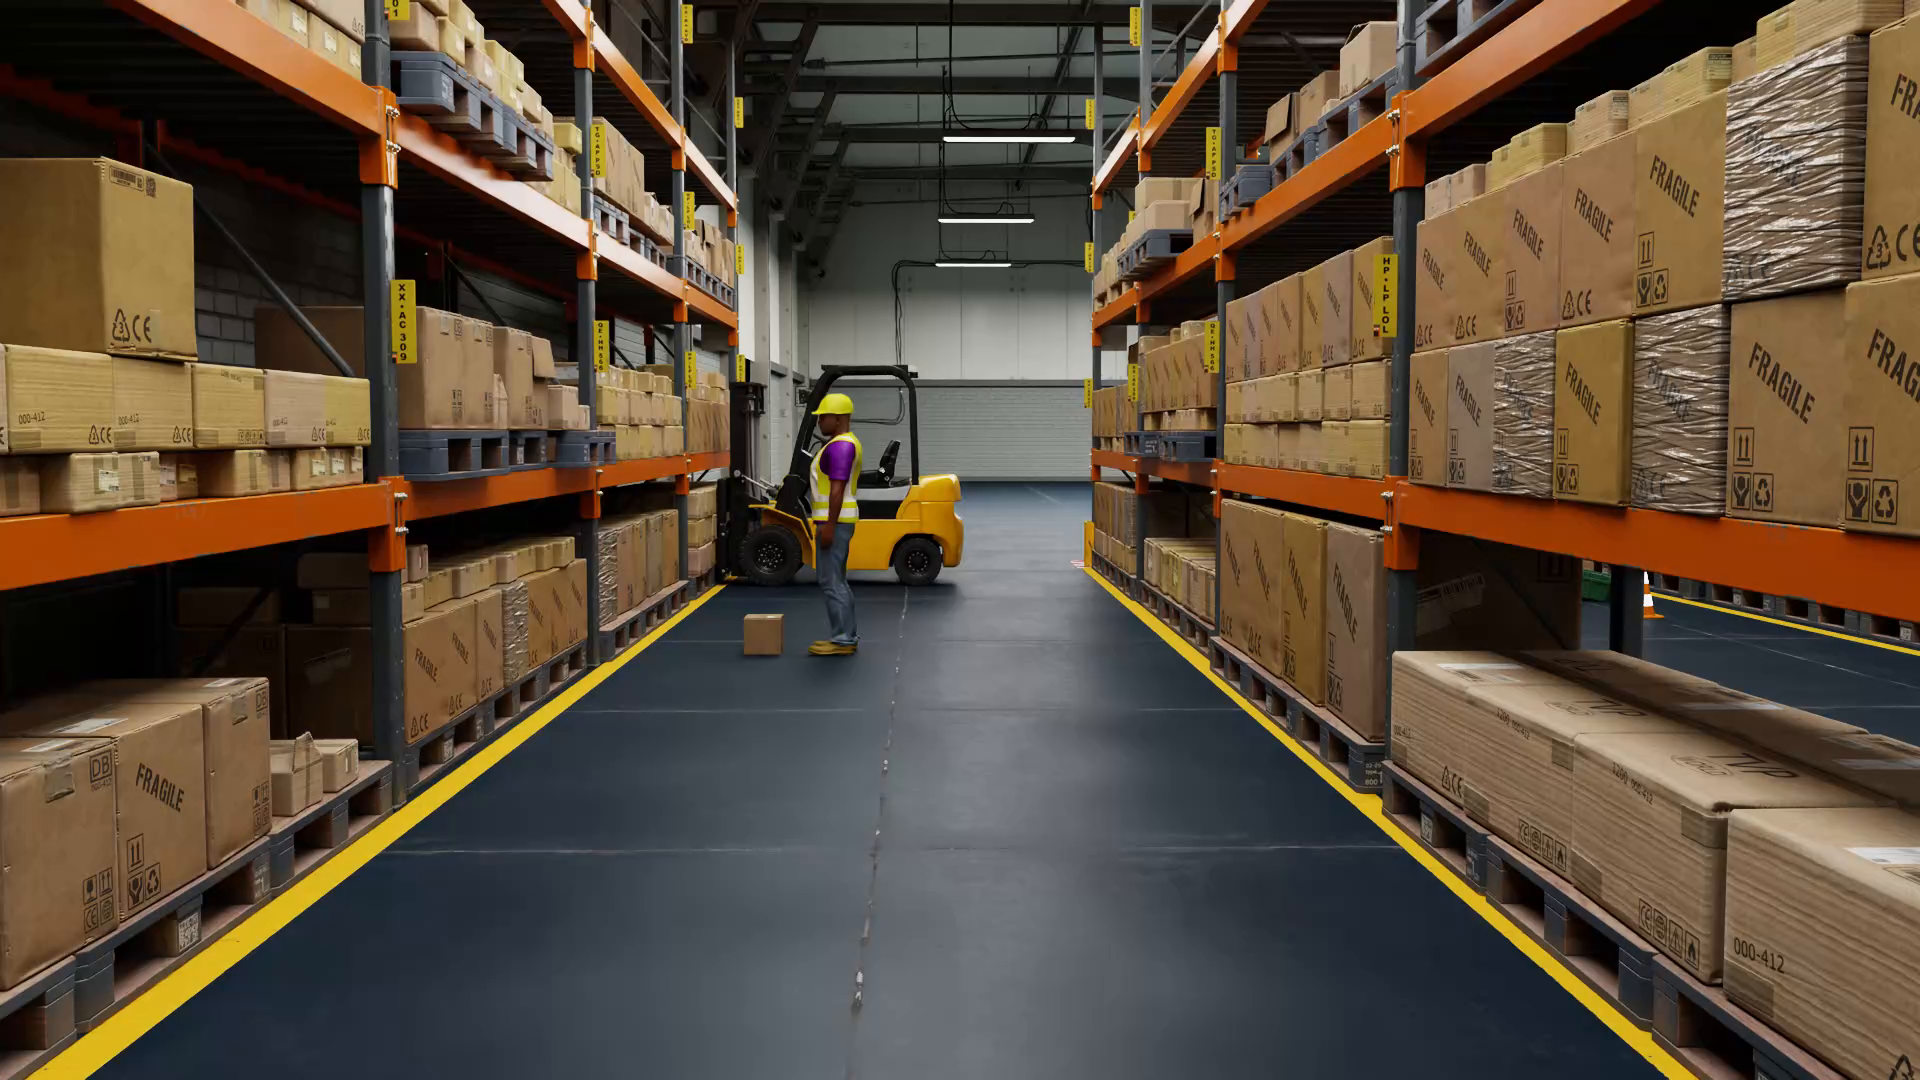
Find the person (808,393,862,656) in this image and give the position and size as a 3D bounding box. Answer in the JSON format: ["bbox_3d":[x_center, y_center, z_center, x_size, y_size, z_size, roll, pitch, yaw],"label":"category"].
[{"bbox_3d":[-0.845,-0.110,11.274,0.360,1.762,0.564,0,4,0],"label":"person"}]
